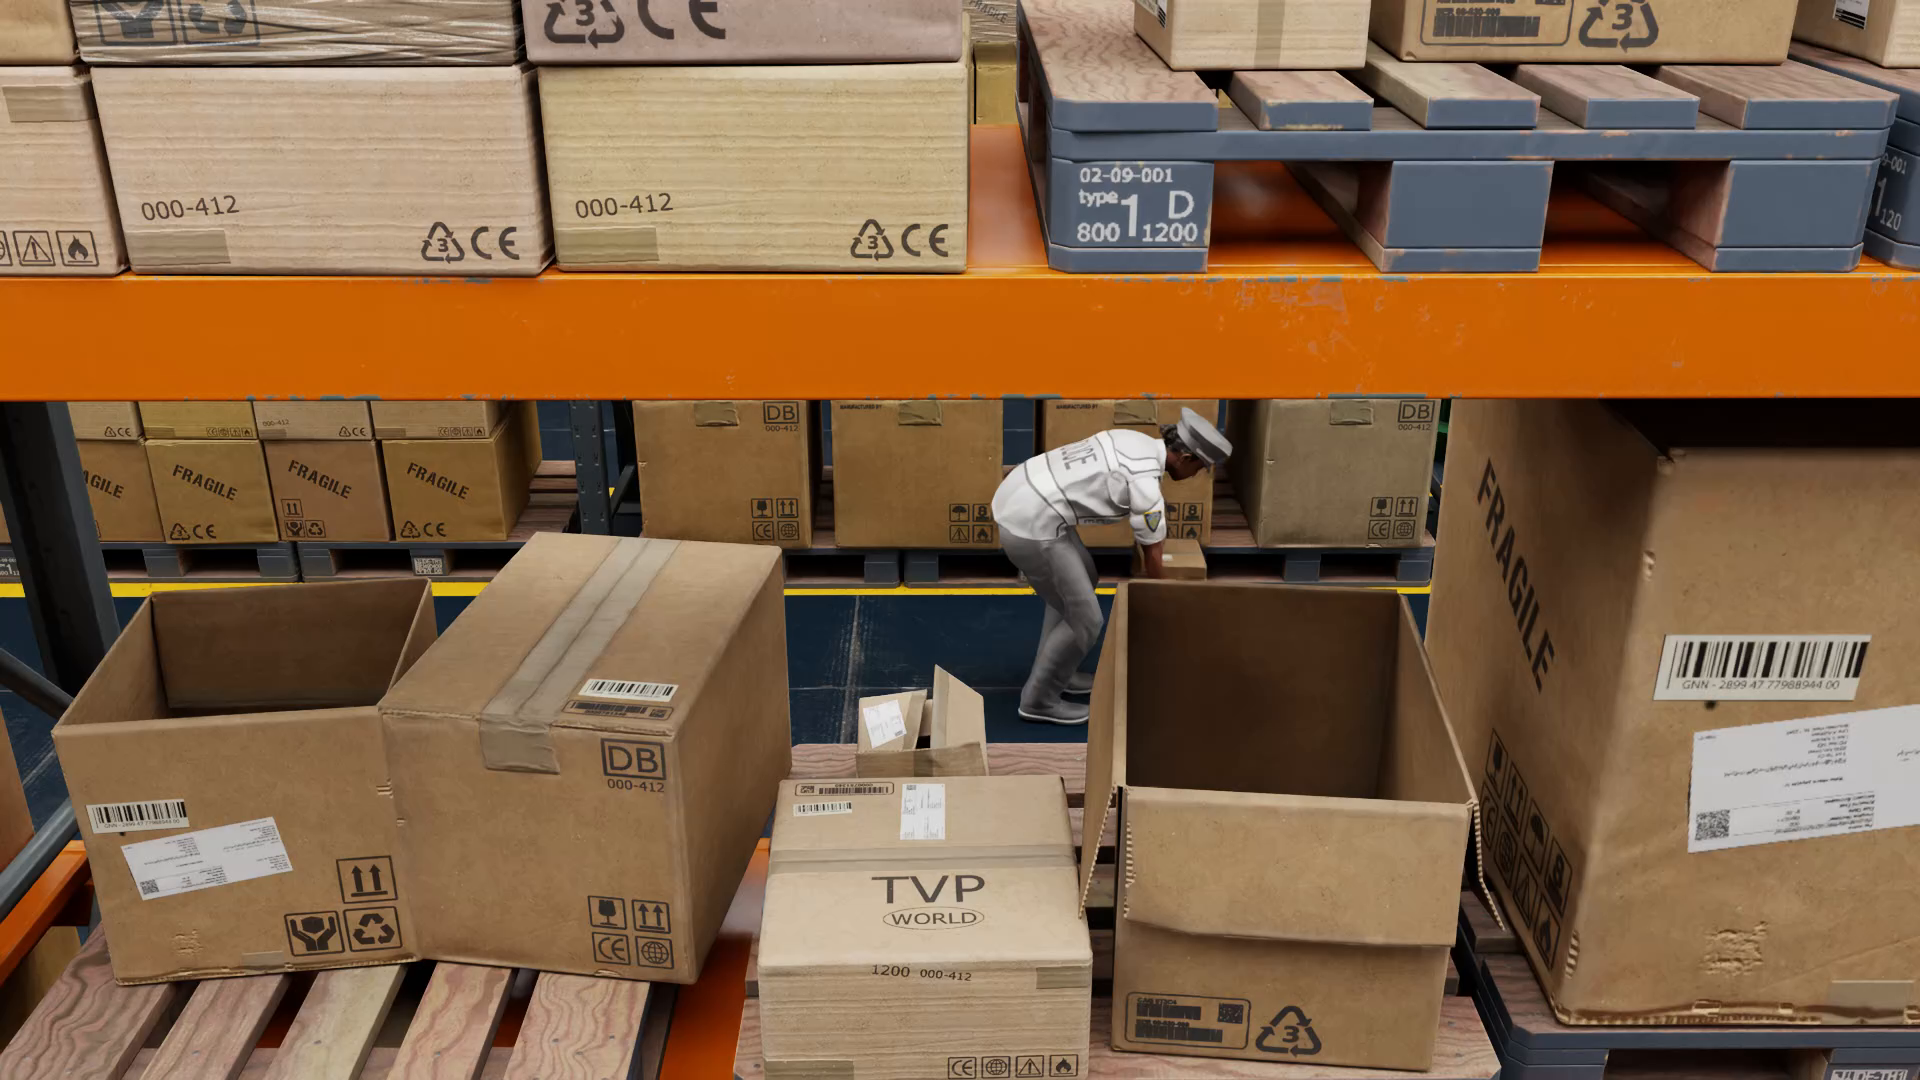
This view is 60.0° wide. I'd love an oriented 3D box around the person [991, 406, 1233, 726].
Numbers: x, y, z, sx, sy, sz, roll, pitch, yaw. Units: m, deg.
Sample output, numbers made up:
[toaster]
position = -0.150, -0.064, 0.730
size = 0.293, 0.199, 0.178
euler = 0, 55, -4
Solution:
[person]
position = 0.575, 0.093, 6.430
size = 0.909, 1.230, 0.427
euler = -1, 24, -3
